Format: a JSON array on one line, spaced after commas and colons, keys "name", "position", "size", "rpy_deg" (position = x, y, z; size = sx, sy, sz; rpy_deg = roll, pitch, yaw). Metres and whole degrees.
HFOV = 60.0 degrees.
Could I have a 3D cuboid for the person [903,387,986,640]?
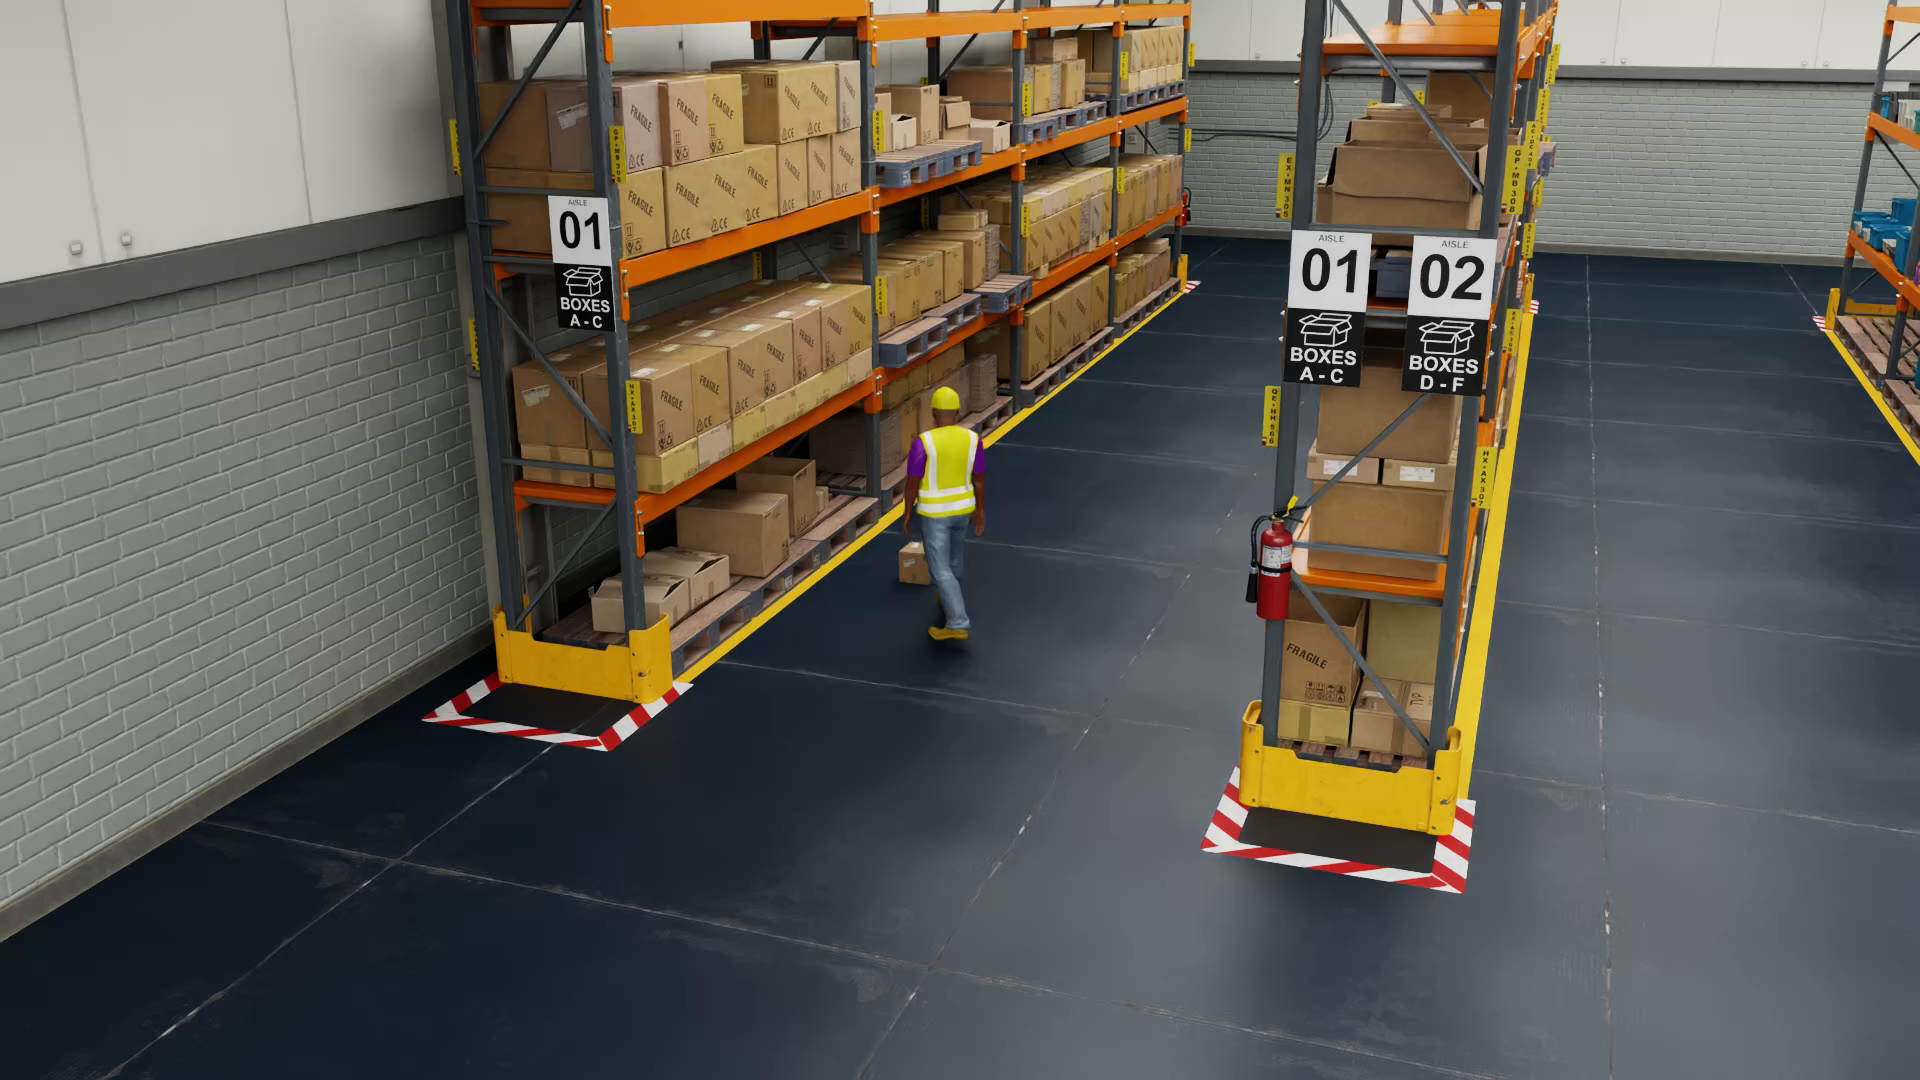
[{"name": "person", "position": [-0.112, -0.202, 11.648], "size": [0.585, 1.746, 0.923], "rpy_deg": [-10, 21, -27]}]
